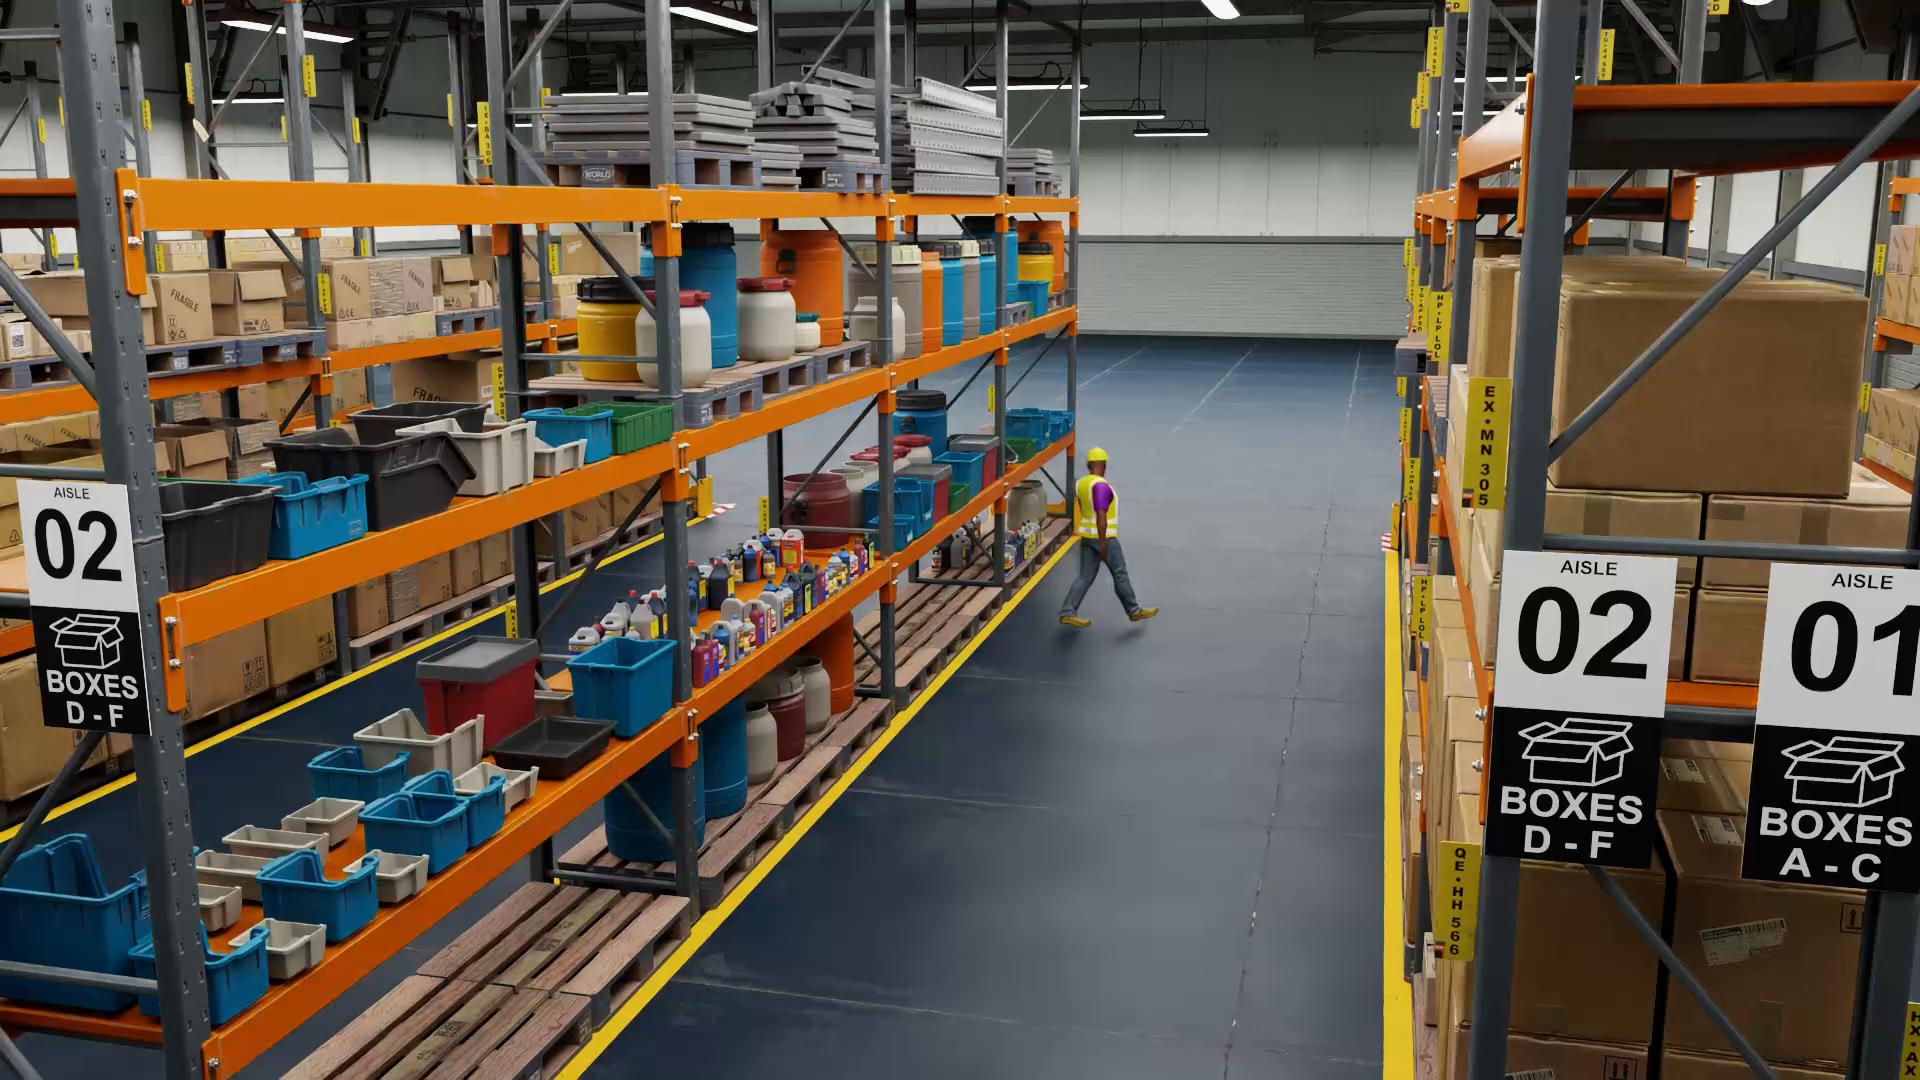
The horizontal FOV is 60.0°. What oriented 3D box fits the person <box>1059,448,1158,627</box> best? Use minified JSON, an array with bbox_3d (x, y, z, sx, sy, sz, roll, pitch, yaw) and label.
[{"bbox_3d":[1.397,-0.047,16.115,1.016,1.699,0.640,-6,13,-28],"label":"person"}]
